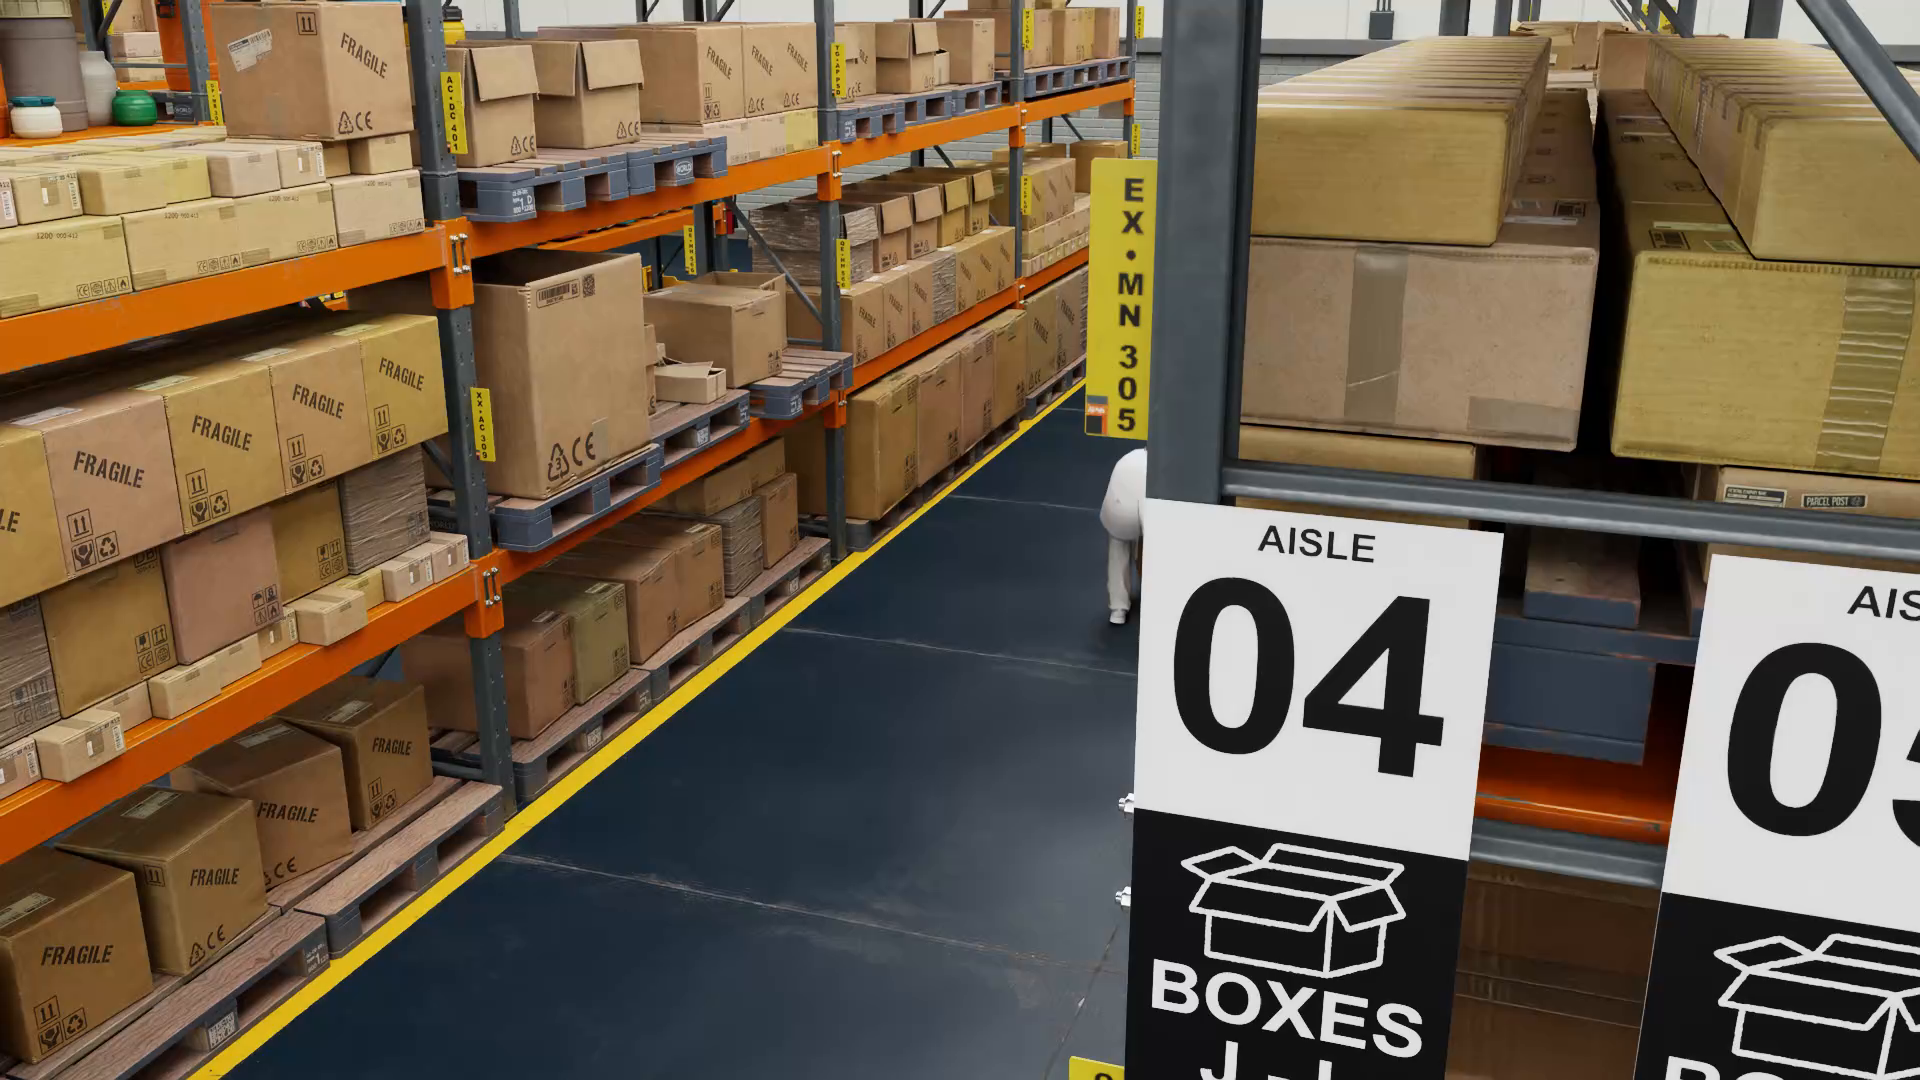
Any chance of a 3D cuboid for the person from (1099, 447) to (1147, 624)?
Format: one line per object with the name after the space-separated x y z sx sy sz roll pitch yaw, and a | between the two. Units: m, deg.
1.193 -0.084 10.425 0.575 1.090 0.950 5 19 16 | person
